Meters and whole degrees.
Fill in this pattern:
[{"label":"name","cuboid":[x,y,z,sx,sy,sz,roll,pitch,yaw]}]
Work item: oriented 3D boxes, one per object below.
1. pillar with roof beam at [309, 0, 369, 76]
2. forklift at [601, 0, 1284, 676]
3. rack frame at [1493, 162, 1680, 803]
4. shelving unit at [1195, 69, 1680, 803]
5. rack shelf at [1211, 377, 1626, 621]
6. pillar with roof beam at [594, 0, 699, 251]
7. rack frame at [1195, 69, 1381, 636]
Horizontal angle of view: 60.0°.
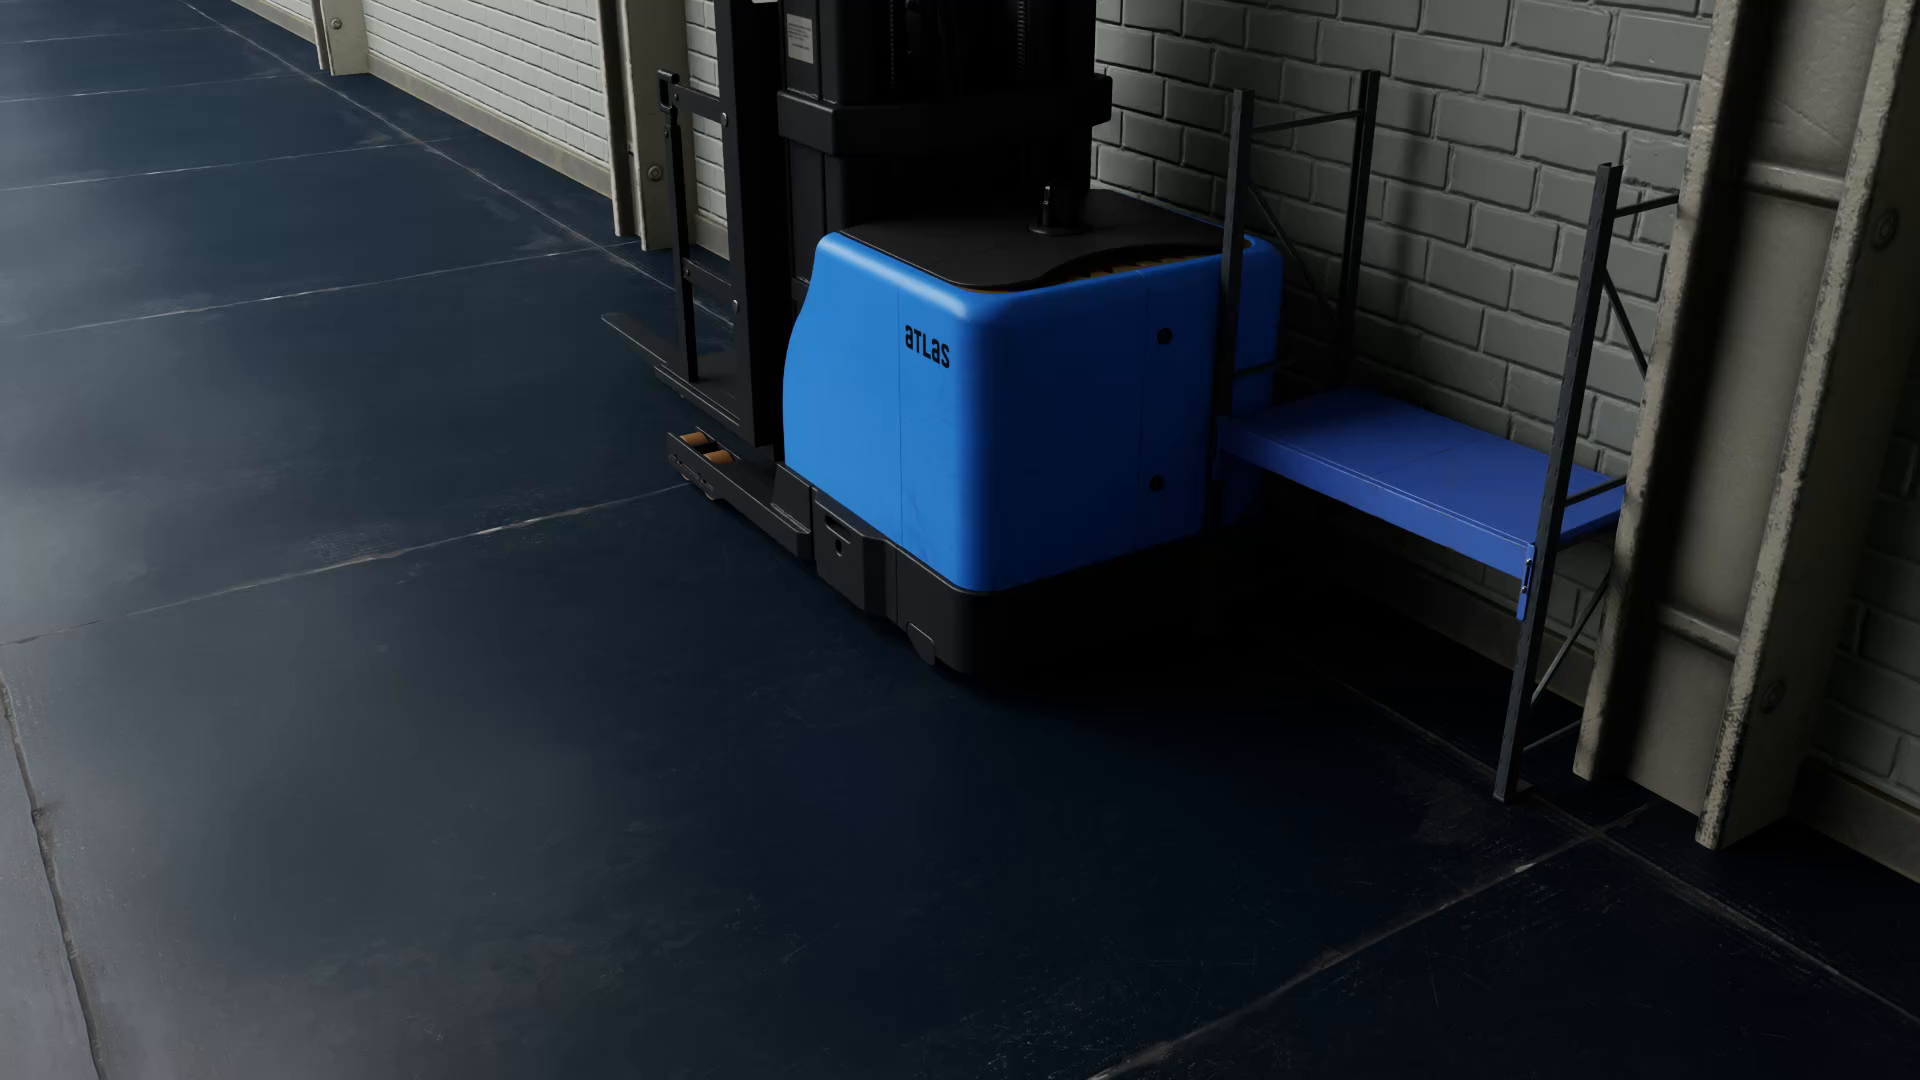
[{"label":"pillar with roof beam","cuboid":[-8.430,-6.760,9.029,9.100,9.000,0.400,-16,29,-30]},{"label":"forklift","cuboid":[-0.338,-1.552,5.105,1.130,2.935,3.031,-15,29,-29]},{"label":"rack frame","cuboid":[1.476,-0.125,3.749,0.500,1.500,0.032,-17,30,-32]},{"label":"shelving unit","cuboid":[1.176,-0.301,4.119,0.538,1.500,1.048,-17,30,-32]},{"label":"rack shelf","cuboid":[1.176,-0.138,4.196,0.538,0.185,1.000,-17,30,-32]},{"label":"pillar with roof beam","cuboid":[-5.155,-4.614,4.483,9.100,9.000,0.400,-16,29,-30]},{"label":"rack frame","cuboid":[0.875,-0.476,4.490,0.500,1.500,0.032,-17,30,-32]}]
